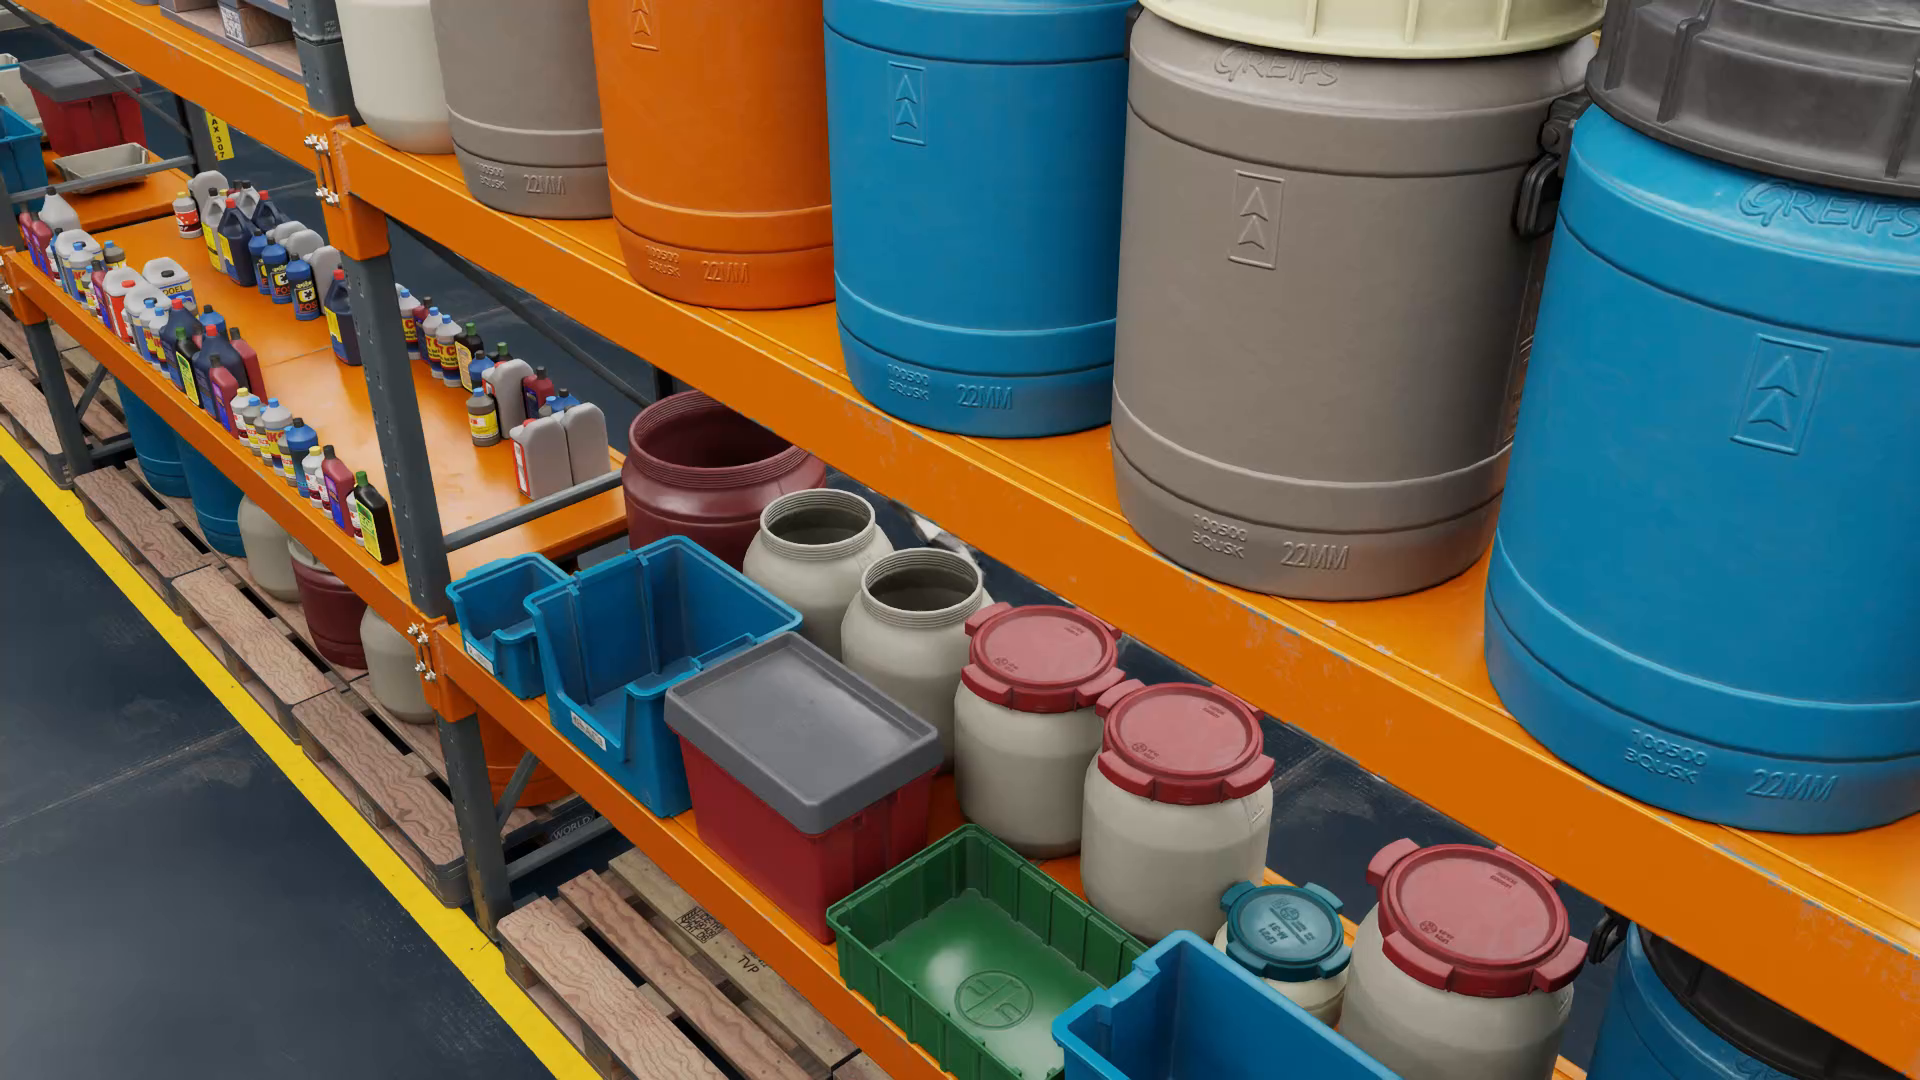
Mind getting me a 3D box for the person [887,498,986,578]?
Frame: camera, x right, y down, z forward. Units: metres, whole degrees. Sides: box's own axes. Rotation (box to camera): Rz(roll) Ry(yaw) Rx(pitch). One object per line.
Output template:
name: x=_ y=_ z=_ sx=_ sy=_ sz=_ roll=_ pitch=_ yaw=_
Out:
person: x=-0.035 y=-0.503 z=6.886 sx=0.544 sy=1.780 sz=0.513 roll=-27 pitch=41 yaw=-37
